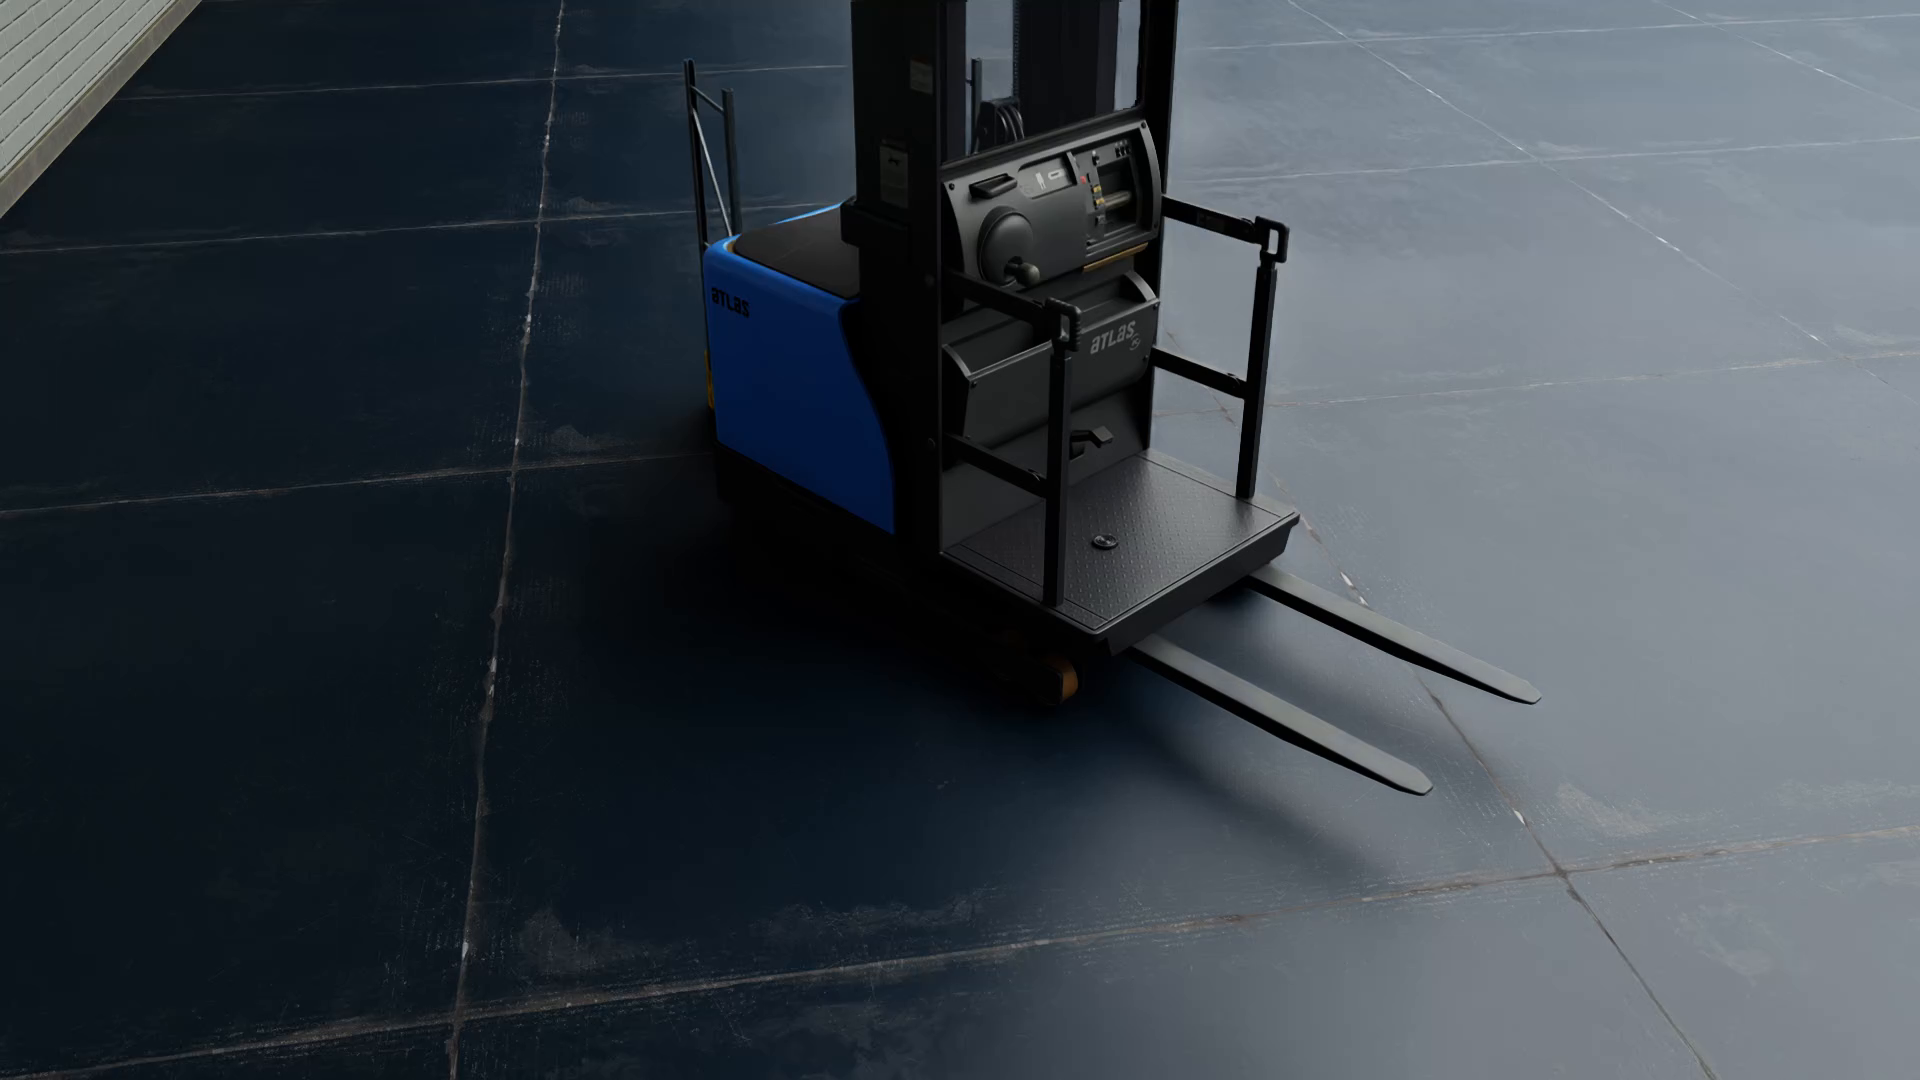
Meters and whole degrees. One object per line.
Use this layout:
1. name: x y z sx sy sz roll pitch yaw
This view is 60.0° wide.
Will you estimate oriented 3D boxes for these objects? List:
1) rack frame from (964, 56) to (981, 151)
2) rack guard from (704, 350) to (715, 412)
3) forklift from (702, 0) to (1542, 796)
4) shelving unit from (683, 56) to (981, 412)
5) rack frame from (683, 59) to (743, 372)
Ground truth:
1. rack frame: -0.041 -1.339 7.047 0.032 1.500 0.500 -14 33 -22
2. rack guard: -0.937 -0.579 6.987 0.087 0.250 0.587 -14 33 -22
3. forklift: 0.457 -1.029 5.108 1.130 2.935 3.031 -27 40 -37
4. shelving unit: -0.489 -1.228 6.859 1.083 1.500 0.587 -14 33 -22
5. rack frame: -0.954 -1.113 6.663 0.032 1.500 0.500 -14 33 -22
